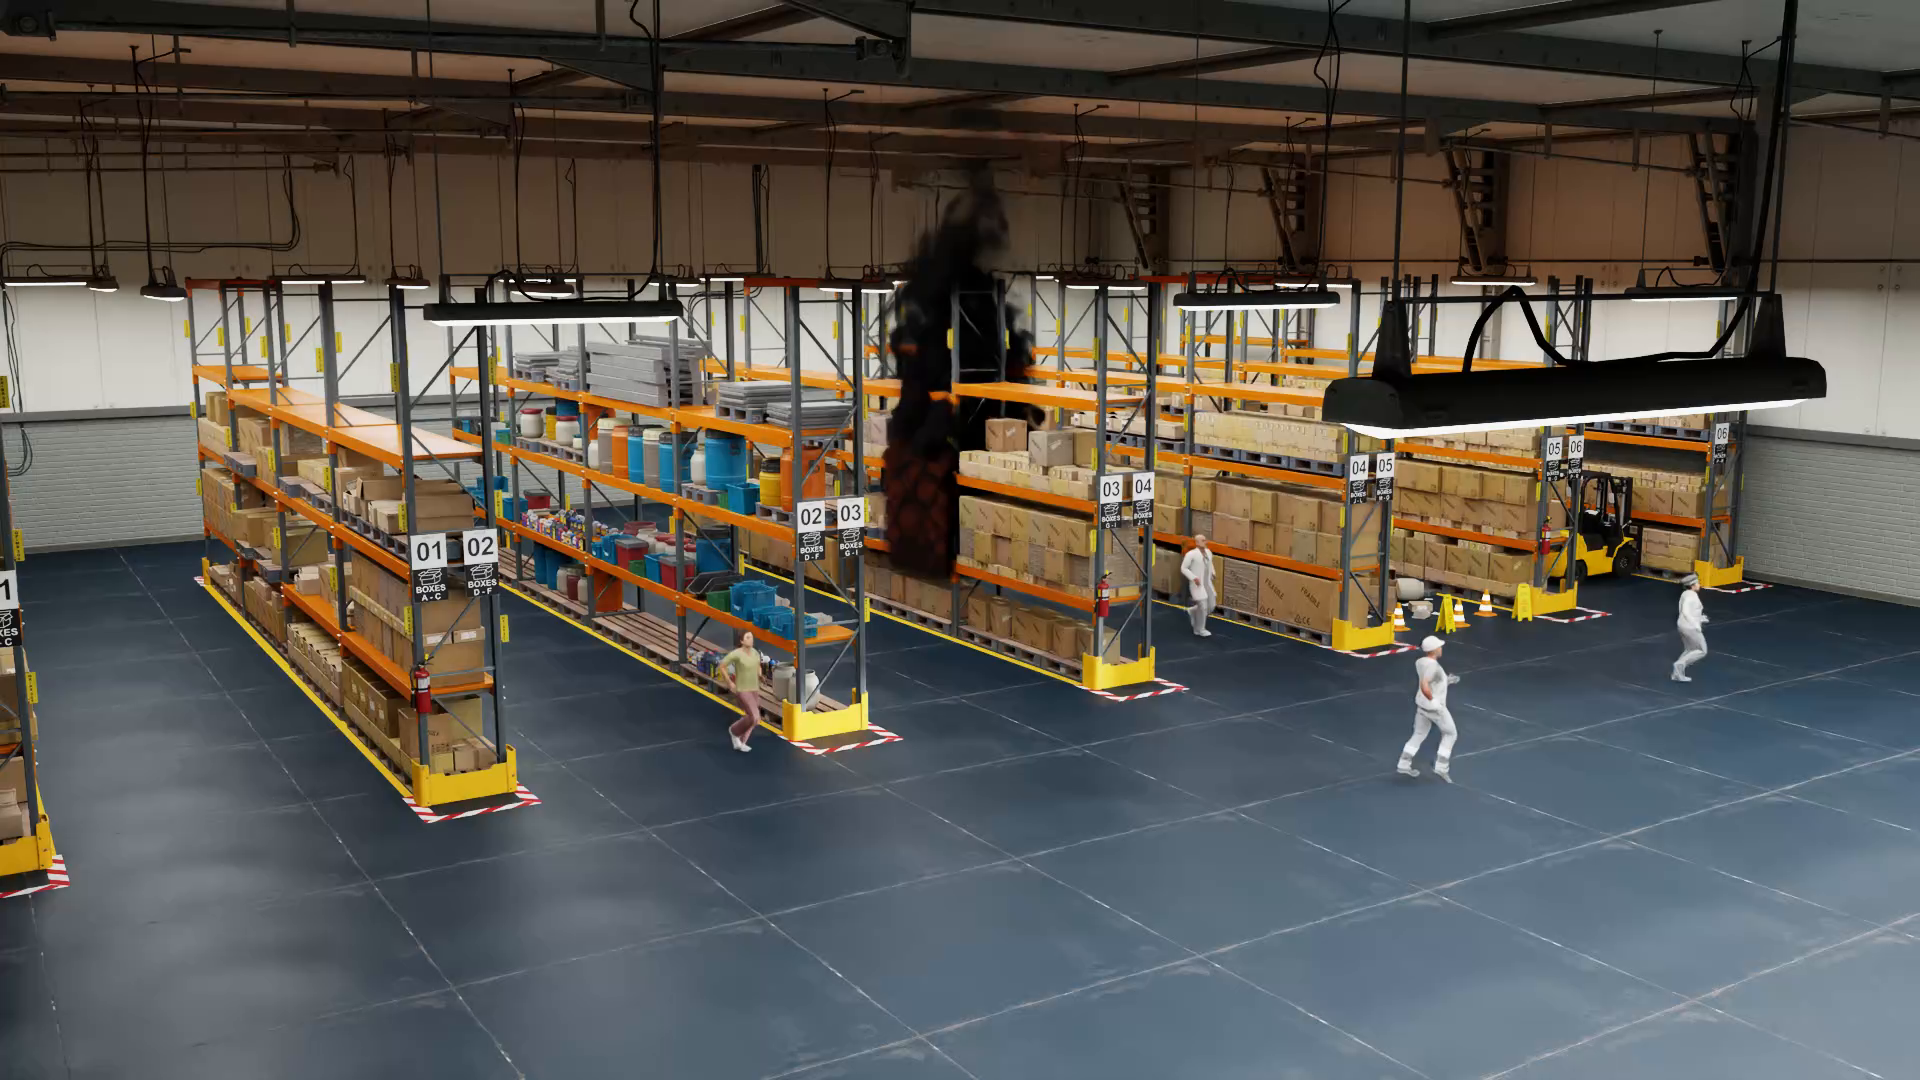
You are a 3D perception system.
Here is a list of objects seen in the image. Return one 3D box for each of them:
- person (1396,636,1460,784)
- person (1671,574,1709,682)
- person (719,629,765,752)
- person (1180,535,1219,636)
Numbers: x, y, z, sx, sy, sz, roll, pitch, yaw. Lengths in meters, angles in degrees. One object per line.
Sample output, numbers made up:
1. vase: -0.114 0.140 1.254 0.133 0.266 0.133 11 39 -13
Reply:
1. person: 5.749 2.078 20.277 0.774 1.846 0.643 -2 10 -13
2. person: 11.068 1.327 25.125 0.528 1.647 0.592 1 10 8
3. person: -2.745 1.950 21.499 0.539 1.623 0.564 7 12 38
4. person: 4.053 0.758 28.276 0.696 1.731 0.639 -7 12 -34
